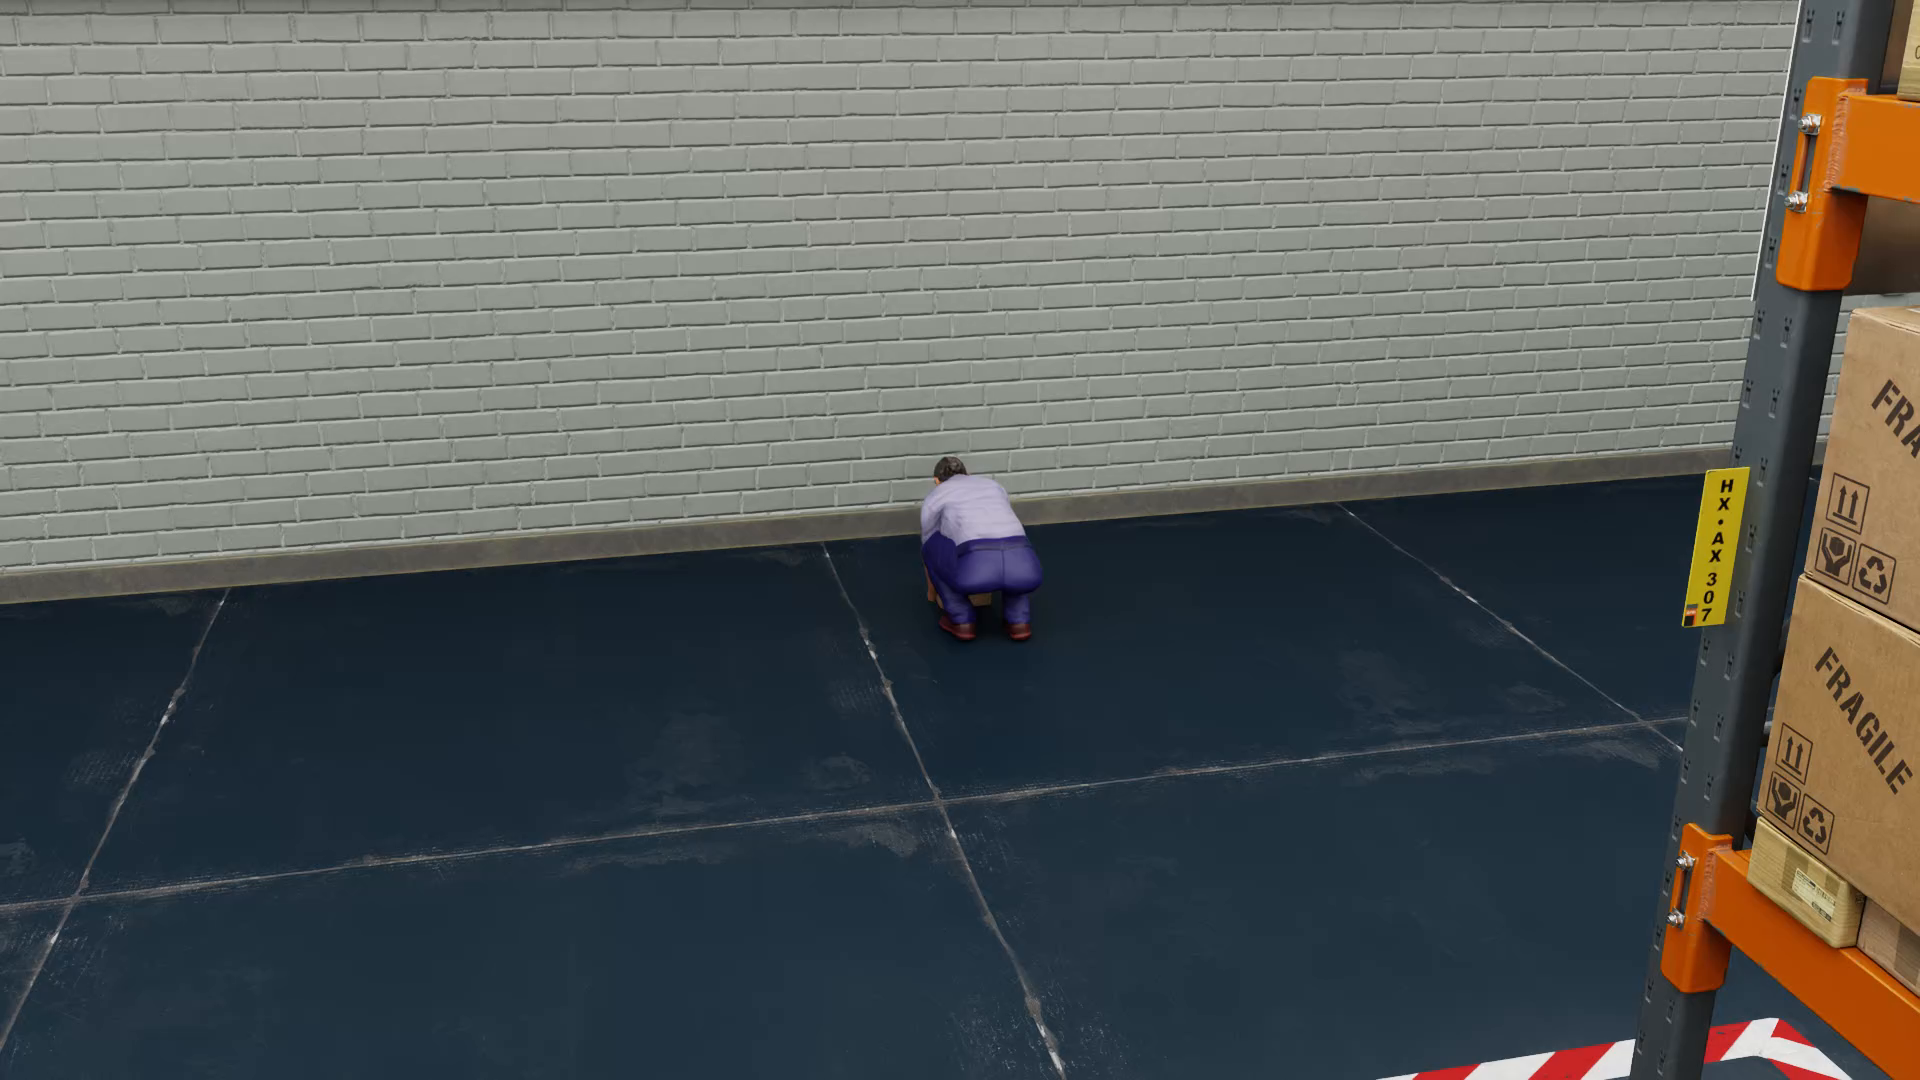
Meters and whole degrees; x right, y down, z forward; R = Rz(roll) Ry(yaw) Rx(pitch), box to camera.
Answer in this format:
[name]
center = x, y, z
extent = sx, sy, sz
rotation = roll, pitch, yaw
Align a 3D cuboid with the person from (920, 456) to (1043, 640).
[person]
center = 0.088, 0.078, 7.827
extent = 0.513, 0.816, 0.848
rotation = -5, 20, -13
